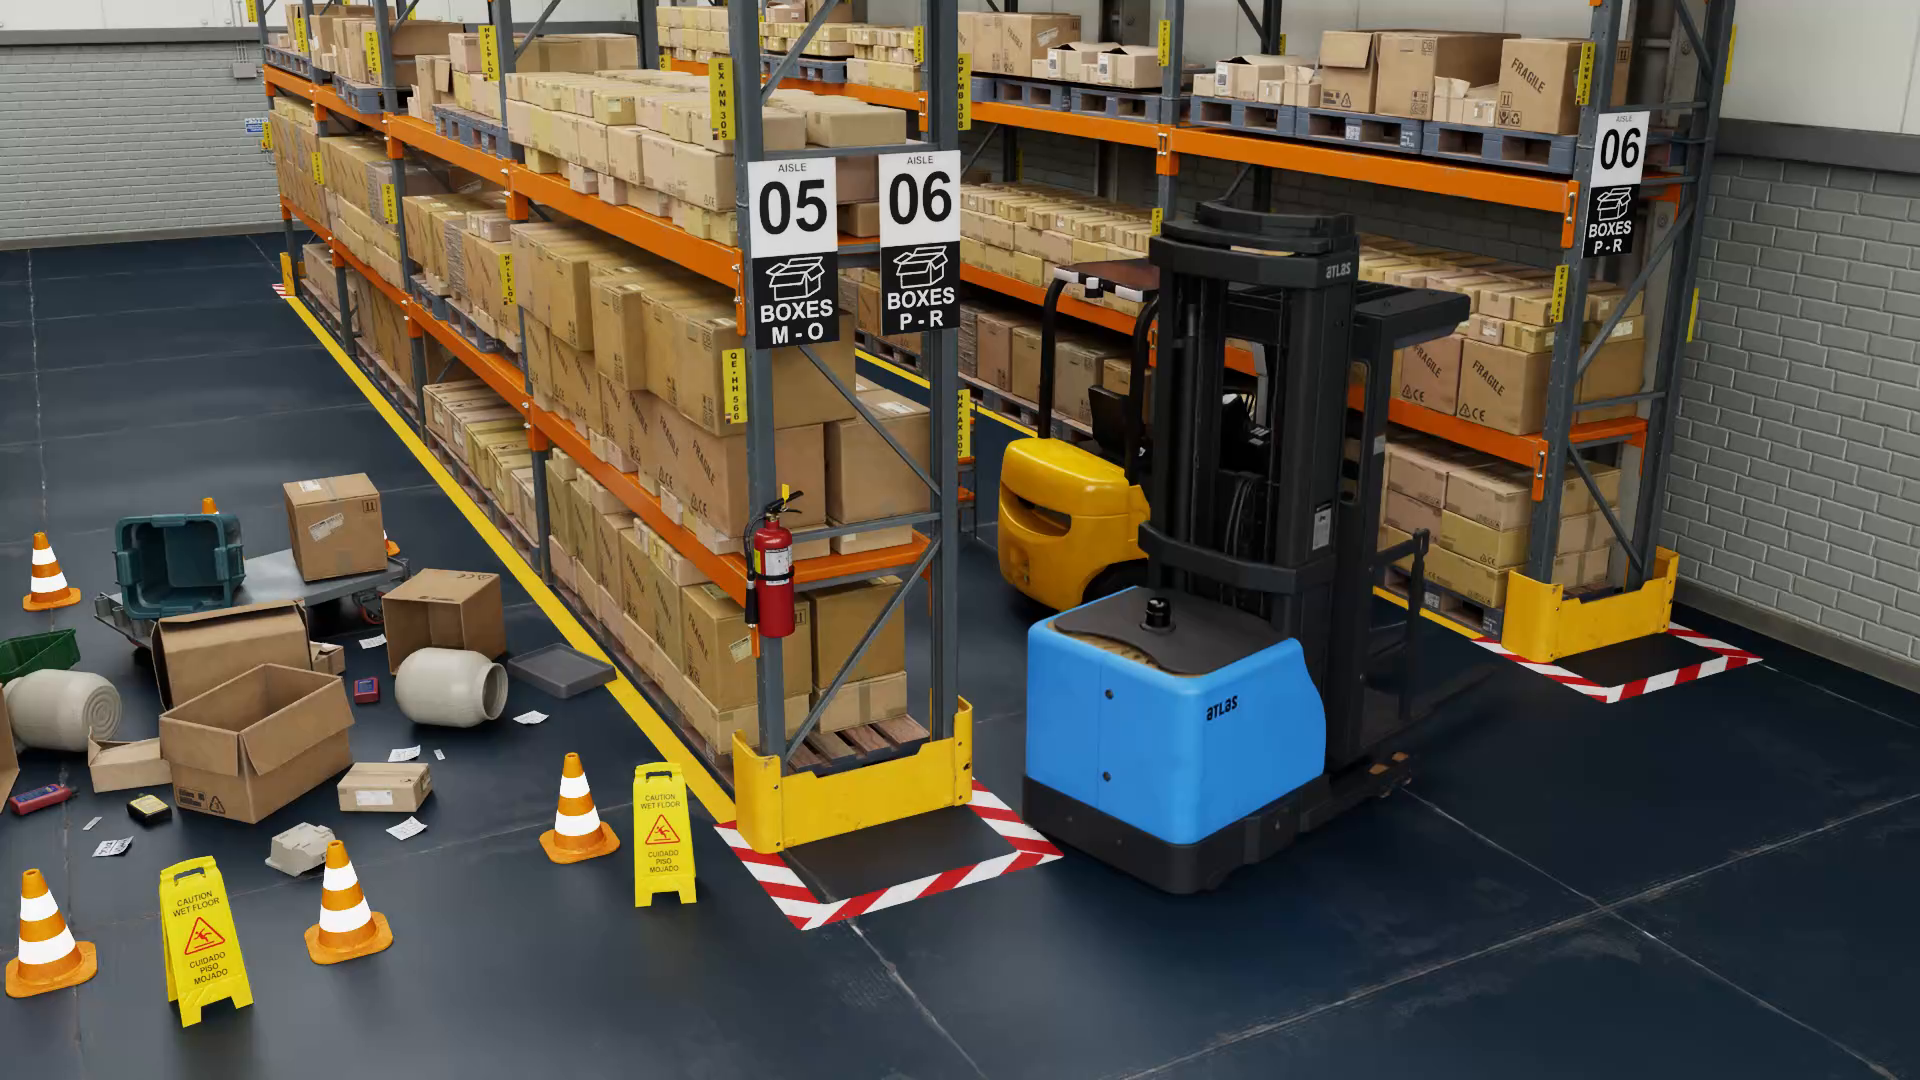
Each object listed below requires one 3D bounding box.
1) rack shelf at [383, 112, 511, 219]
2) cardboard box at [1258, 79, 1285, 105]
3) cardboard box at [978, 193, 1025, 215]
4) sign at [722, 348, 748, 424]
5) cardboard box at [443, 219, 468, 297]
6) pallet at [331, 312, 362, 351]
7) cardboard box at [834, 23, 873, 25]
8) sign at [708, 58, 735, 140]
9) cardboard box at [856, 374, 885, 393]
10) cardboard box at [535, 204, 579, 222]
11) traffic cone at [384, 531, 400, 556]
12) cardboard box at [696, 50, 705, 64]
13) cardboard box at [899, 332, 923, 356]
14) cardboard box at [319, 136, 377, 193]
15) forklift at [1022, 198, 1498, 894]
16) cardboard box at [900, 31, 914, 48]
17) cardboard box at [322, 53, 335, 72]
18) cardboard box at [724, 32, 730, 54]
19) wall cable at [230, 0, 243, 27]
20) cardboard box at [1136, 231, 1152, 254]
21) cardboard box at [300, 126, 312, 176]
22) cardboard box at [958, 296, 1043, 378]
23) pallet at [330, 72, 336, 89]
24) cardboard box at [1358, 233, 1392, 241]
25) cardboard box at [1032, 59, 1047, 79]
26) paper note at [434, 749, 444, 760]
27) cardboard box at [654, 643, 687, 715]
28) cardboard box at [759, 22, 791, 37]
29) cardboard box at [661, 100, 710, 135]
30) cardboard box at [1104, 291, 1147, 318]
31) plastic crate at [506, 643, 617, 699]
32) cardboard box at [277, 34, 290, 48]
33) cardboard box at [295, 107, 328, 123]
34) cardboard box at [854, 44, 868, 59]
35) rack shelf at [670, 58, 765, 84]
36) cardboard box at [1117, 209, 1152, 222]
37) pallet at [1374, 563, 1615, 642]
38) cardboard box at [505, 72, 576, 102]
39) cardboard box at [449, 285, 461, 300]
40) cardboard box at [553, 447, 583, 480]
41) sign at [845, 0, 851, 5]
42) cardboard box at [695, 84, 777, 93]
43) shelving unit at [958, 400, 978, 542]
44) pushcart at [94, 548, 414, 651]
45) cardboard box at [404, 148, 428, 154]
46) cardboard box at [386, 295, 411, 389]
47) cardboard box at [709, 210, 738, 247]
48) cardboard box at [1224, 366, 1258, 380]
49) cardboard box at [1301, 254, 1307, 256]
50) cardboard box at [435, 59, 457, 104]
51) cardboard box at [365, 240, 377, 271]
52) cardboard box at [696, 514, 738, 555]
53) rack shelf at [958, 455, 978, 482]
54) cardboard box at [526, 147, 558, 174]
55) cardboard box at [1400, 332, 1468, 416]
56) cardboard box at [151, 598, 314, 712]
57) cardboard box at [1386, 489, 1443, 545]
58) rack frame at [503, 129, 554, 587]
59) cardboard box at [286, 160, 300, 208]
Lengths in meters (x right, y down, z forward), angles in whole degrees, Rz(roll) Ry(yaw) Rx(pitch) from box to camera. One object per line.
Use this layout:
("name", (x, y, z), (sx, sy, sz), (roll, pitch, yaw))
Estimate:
("rack shelf", (-3.325, -2.848, 12.291), (1.077, 0.370, 4.000), (-10, 21, -27))
("cardboard box", (2.302, -3.115, 11.548), (0.380, 0.149, 0.250), (-9, 21, -25))
("cardboard box", (0.392, -3.112, 15.403), (0.380, 0.149, 0.250), (-10, 21, -26))
("sign", (-0.974, -0.664, 7.199), (0.100, 0.325, 0.005), (-10, 21, -27))
("cardboard box", (-3.522, -2.121, 12.427), (0.500, 0.500, 0.500), (-11, 22, -29))
("pallet", (-6.466, -2.405, 18.777), (1.003, 0.211, 1.213), (-10, 21, -27))
("cardboard box", (-1.178, -5.663, 18.478), (0.380, 0.149, 0.250), (-9, 21, -25))
("sign", (-0.974, -1.804, 6.805), (0.100, 0.325, 0.005), (-10, 21, -27))
("cardboard box", (-0.705, -0.563, 8.555), (0.500, 0.500, 0.500), (-9, 21, -25))
("cardboard box", (-2.894, -2.375, 12.168), (0.380, 0.149, 0.250), (-9, 21, -24))
("traffic cone", (-4.196, -0.136, 11.816), (0.336, 0.463, 0.334), (-10, 21, -27))
("cardboard box", (-3.118, -6.127, 21.077), (0.380, 0.149, 0.250), (-10, 21, -27))
("cardboard box", (-0.298, -2.219, 17.153), (0.500, 0.500, 0.500), (-9, 21, -25))
("cardboard box", (-6.218, -3.842, 16.980), (0.500, 0.500, 0.500), (-10, 21, -26))
("forklift", (1.712, -0.198, 8.213), (3.031, 2.935, 1.130), (-17, 26, -41))
("cardboard box", (-0.364, -4.935, 16.399), (0.380, 0.149, 0.250), (-11, 22, -28))
("cardboard box", (-5.881, -4.581, 15.925), (0.380, 0.166, 0.250), (-12, 22, -30))
("cardboard box", (-2.513, -5.998, 20.089), (0.500, 0.250, 0.500), (-11, 22, -28))
("wall cable", (-11.023, -9.066, 24.610), (0.463, 3.000, 0.029), (-10, 21, -27))
("cardboard box", (1.634, -2.384, 13.293), (0.380, 0.149, 0.250), (-9, 21, -25))
("cardboard box", (-6.875, -4.252, 18.170), (0.500, 0.500, 0.500), (-10, 22, -27))
("cardboard box", (0.376, -2.009, 16.352), (0.875, 0.625, 0.625), (-9, 21, -25))
("pallet", (-5.695, -4.565, 16.456), (0.805, 0.209, 1.217), (-11, 22, -29))
("cardboard box", (2.908, -2.124, 12.083), (0.380, 0.149, 0.250), (-10, 22, -28))
("cardboard box", (0.836, -4.001, 14.117), (0.380, 0.149, 0.250), (-10, 22, -27))
("paper note", (-2.762, 1.138, 8.819), (0.032, 0.001, 0.123), (-10, 21, -27))
("cardboard box", (-1.336, 0.713, 9.038), (0.500, 0.250, 0.500), (-10, 21, -26))
("cardboard box", (-2.052, -5.794, 18.859), (0.380, 0.149, 0.250), (-9, 21, -25))
("cardboard box", (-1.197, -2.007, 7.912), (0.380, 0.149, 0.250), (-10, 21, -26))
("cardboard box", (1.522, -1.999, 13.557), (0.500, 0.250, 0.500), (-9, 21, -25))
("plastic crate", (-2.351, 0.762, 9.801), (0.583, 0.080, 0.402), (16, 25, 39))
("cardboard box", (-7.759, -5.838, 19.441), (0.380, 0.149, 0.250), (-9, 21, -25))
("cardboard box", (-7.282, -4.803, 18.772), (0.380, 0.149, 0.250), (-10, 21, -27))
("cardboard box", (-0.876, -5.088, 17.297), (0.380, 0.149, 0.250), (-9, 21, -25))
("rack shelf", (-2.757, -5.915, 21.178), (1.077, 0.370, 4.000), (-10, 21, -27))
("cardboard box", (1.579, -2.757, 14.374), (0.380, 0.149, 0.250), (-10, 21, -27))
("pallet", (3.491, 0.287, 10.975), (1.003, 0.211, 1.213), (-10, 21, -27))
("cardboard box", (-2.513, -2.731, 10.012), (0.380, 0.149, 0.250), (-10, 22, -28))
("cardboard box", (-3.794, -1.991, 13.043), (0.380, 0.149, 0.250), (-9, 21, -23))
("cardboard box", (-2.326, -0.500, 10.408), (0.380, 0.149, 0.250), (-10, 21, -26))
("sign", (-1.321, -6.198, 19.500), (0.100, 0.325, 0.005), (-10, 21, -27))
("cardboard box", (-1.212, -2.385, 9.008), (0.380, 0.149, 0.250), (-10, 21, -26))
("shelving unit", (-0.025, -0.512, 12.005), (0.215, 1.050, 0.252), (-10, 21, -27))
("pushcart", (-4.358, 0.411, 10.362), (0.936, 0.377, 1.648), (16, 25, 39))
("cardboard box", (-5.006, -3.481, 15.935), (0.500, 0.500, 0.500), (-10, 21, -26))
("cardboard box", (-4.949, -2.006, 15.961), (0.875, 0.875, 0.875), (-10, 21, -26))
("cardboard box", (-0.891, -1.406, 7.395), (0.380, 0.149, 0.250), (-10, 21, -26))
("cardboard box", (2.395, -1.226, 13.125), (0.500, 0.250, 0.500), (-10, 21, -26))
("cardboard box", (2.563, -1.966, 11.625), (0.380, 0.149, 0.250), (-10, 21, -27))
("cardboard box", (-3.525, -3.378, 12.565), (0.797, 0.503, 0.637), (-10, 21, -27))
("cardboard box", (-5.225, -2.670, 15.500), (0.500, 0.250, 0.500), (-10, 22, -27))
("cardboard box", (-1.060, -0.059, 8.089), (0.380, 0.149, 0.250), (-10, 22, -27))
("rack shelf", (-0.025, -0.502, 12.008), (0.215, 0.259, 0.240), (-10, 21, -27))
("cardboard box", (-2.370, -2.284, 9.937), (0.380, 0.149, 0.250), (-10, 21, -27))
("cardboard box", (3.188, -1.116, 10.614), (0.500, 0.500, 0.500), (-9, 21, -25))
("cardboard box", (-3.989, 0.689, 9.156), (0.797, 0.637, 0.503), (-10, 21, -27))
("cardboard box", (3.156, -0.190, 10.888), (0.500, 0.250, 0.500), (-10, 22, -27))
("rack frame", (-2.375, -1.196, 10.999), (1.000, 3.000, 0.127), (-10, 21, -27))
("cardboard box", (-7.608, -4.216, 19.598), (0.500, 0.500, 0.500), (-10, 21, -27))
